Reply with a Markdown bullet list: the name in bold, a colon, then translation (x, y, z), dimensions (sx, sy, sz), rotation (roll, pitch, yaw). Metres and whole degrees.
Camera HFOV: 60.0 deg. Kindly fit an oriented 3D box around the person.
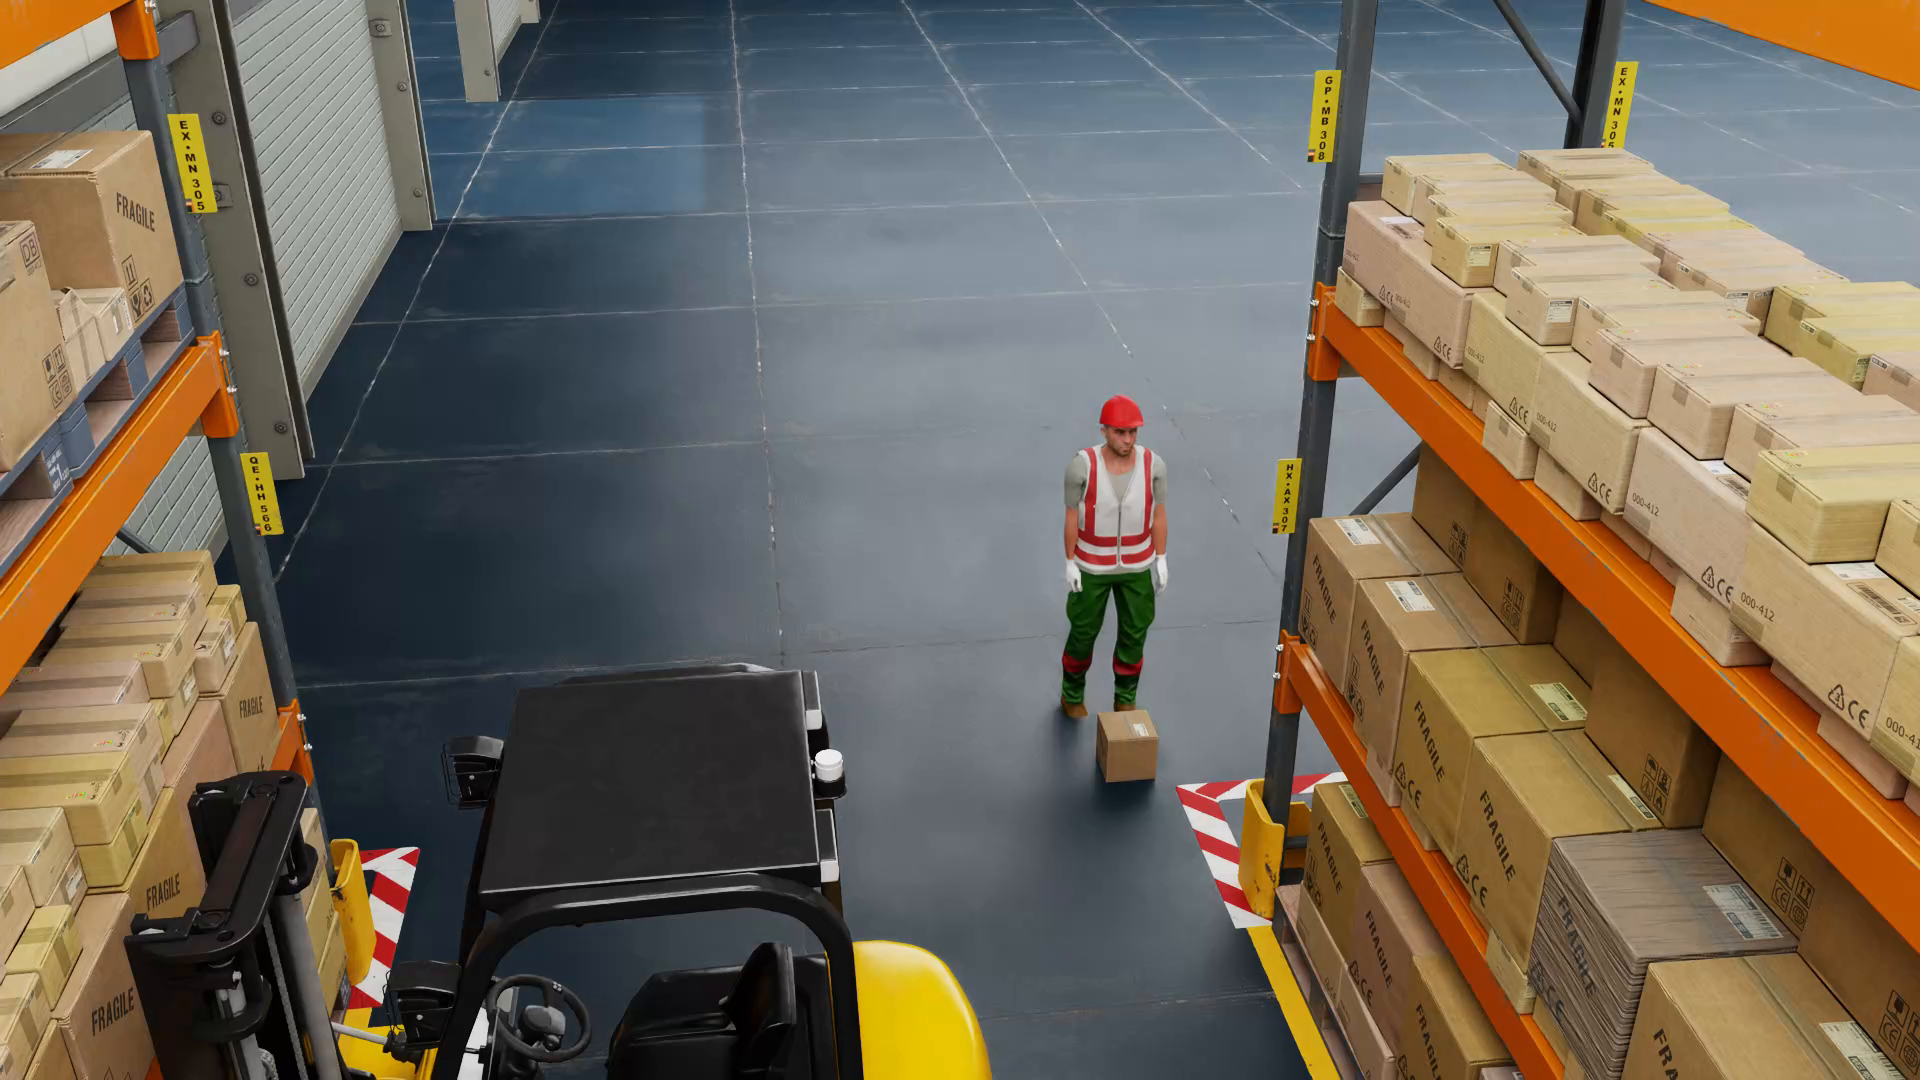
- **person**: translation (0.781, 0.152, 8.352), dimensions (0.530, 1.843, 0.384), rotation (-3, 27, -6)
